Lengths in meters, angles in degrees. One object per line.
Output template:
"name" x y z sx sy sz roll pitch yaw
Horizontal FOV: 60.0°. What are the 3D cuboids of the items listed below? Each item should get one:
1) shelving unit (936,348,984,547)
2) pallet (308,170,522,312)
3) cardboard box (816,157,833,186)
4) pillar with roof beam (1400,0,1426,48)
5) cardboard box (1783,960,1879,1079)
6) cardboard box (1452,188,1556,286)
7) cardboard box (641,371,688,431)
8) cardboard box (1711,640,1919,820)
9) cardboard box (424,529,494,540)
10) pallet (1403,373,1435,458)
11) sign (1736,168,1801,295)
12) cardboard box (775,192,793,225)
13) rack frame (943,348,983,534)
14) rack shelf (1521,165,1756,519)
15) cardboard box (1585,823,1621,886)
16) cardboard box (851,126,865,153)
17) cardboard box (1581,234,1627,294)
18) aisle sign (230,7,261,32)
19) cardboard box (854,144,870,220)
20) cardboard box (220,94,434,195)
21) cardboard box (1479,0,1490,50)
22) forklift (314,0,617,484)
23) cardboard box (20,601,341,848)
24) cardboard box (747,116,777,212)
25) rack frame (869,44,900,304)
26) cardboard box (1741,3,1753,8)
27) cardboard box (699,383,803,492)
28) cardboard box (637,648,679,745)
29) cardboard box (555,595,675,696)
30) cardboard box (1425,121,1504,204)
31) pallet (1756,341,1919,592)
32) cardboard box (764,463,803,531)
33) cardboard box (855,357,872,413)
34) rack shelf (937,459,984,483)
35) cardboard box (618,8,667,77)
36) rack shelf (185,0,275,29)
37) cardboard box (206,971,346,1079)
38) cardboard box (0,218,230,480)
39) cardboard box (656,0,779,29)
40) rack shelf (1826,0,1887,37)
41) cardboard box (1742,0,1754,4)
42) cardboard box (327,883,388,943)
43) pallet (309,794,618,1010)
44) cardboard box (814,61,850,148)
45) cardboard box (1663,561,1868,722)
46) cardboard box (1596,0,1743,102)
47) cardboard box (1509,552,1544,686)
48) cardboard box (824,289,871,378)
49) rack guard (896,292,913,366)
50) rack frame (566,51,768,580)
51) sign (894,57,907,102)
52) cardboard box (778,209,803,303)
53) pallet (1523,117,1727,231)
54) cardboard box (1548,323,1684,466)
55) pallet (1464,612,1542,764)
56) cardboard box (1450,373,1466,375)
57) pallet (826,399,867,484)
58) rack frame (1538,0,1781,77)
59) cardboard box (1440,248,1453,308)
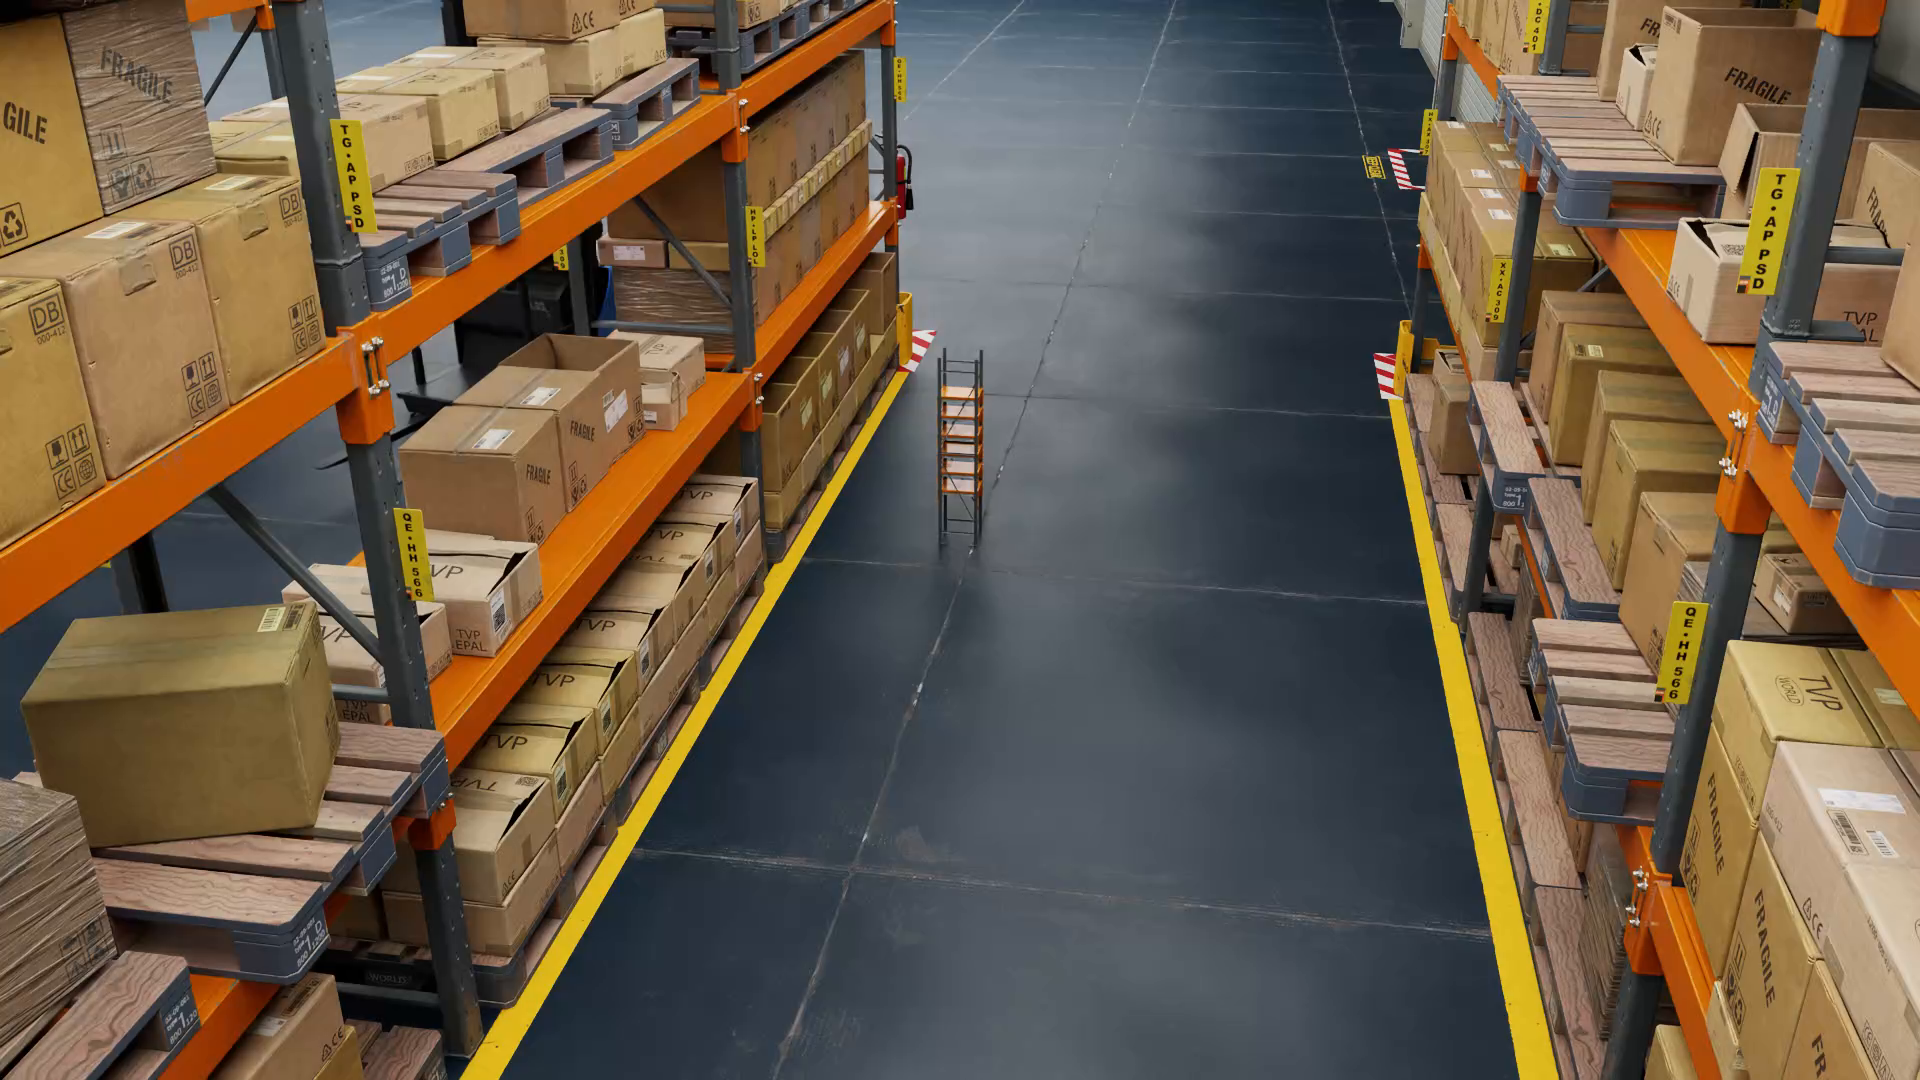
"shelving unit" 0.002 -0.549 10.009 0.258 1.200 0.189 4 25 9
"pallet" -2.267 -1.058 5.657 1.213 0.211 1.003 5 26 11
"cardboard box" -1.067 -2.465 11.096 0.380 0.149 0.250 5 25 10
"pillar with roof beam" 3.339 -12.690 26.747 9.100 9.000 0.400 4 25 9
"cardboard box" 2.089 1.269 3.509 0.500 0.500 0.500 4 25 8
"cardboard box" 3.193 -1.745 9.709 0.500 0.500 0.500 3 25 7
"cardboard box" -1.598 -0.727 8.423 0.396 0.266 0.258 3 25 7
"cardboard box" 2.265 0.502 4.263 0.500 0.250 0.500 5 25 10
"cardboard box" -2.137 0.081 6.834 0.380 0.149 0.250 6 26 12
"pallet" 3.725 -0.867 11.854 1.003 0.211 1.213 4 25 9
"sign" 2.063 -0.785 4.240 0.100 0.325 0.005 4 25 9
"cardboard box" -1.235 -2.033 10.173 0.380 0.149 0.250 3 25 7
"rack frame" 0.017 -0.588 10.090 0.240 1.200 0.006 4 25 9
"rack shelf" 2.925 -1.023 6.207 1.077 0.370 4.000 4 25 9
"cardboard box" 2.863 1.267 6.434 0.700 0.500 0.500 4 25 8
"cardboard box" -0.898 -2.898 12.019 0.380 0.149 0.250 5 25 10
"cardboard box" 3.535 -1.289 8.735 0.500 0.500 0.500 3 25 7
"aisle sign" -5.563 -4.373 12.987 0.394 0.787 0.004 4 25 9
"cardboard box" -1.071 -2.692 12.345 0.700 0.500 0.500 4 25 9
"cardboard box" -2.203 -1.390 5.825 0.500 0.250 0.500 5 25 10
"cardboard box" 3.334 -3.125 9.707 0.500 0.500 0.500 6 26 12
"forklift" -3.252 -2.124 11.330 1.130 2.935 3.031 11 27 21
"cardboard box" -2.281 0.541 4.944 0.700 0.500 0.500 -4 25 -9
"cardboard box" -1.488 -2.198 9.760 0.700 0.500 0.500 4 25 8
"rack frame" -0.982 -2.841 12.781 1.000 3.000 0.127 4 25 9
"cardboard box" 3.581 -2.427 8.217 0.500 0.500 0.500 5 26 10
"cardboard box" -1.251 -0.625 9.910 0.500 0.500 0.500 4 25 9
"cardboard box" -1.670 0.719 7.924 0.500 0.250 0.500 5 25 10
"cardboard box" -1.668 0.459 7.818 0.500 0.311 0.500 4 25 8
"cardboard box" 3.531 -2.601 11.538 0.500 0.500 0.500 4 25 9
"pallet" 2.545 -0.154 3.724 1.213 0.211 1.003 5 26 11
"cardboard box" -1.261 -0.286 10.071 0.500 0.250 0.500 4 25 9
"cardboard box" -0.928 -1.122 11.857 0.500 0.250 0.500 4 25 9
"rack shelf" 0.002 -0.401 10.078 0.258 0.103 0.180 4 25 9
"cardboard box" -1.746 -2.392 7.965 0.500 0.250 0.500 7 26 14
"rack shelf" -6.195 -3.382 11.247 1.077 0.370 4.000 4 25 9
"cardboard box" -2.216 1.529 4.990 0.500 0.250 0.500 5 26 11
"cardboard box" -2.411 -0.501 4.126 0.910 0.500 0.500 4 25 9
"cardboard box" -1.293 -3.018 8.843 0.500 0.500 0.500 6 26 13
"rack shelf" 2.271 -0.527 2.082 1.077 0.370 4.000 4 25 9
"cardboard box" 3.614 -2.877 8.000 0.500 0.500 0.500 5 25 10
"cardboard box" -2.444 1.323 6.633 0.500 0.250 0.500 5 25 10
"pallet" -2.117 1.426 6.954 1.003 0.211 1.213 4 25 9
"cardboard box" -1.160 -3.037 11.552 0.700 0.500 0.500 3 25 7
"cardboard box" 2.665 0.405 5.210 0.700 0.500 0.500 1 25 2
"cardboard box" 3.084 -2.197 7.255 0.500 0.500 0.500 8 26 16
"cardboard box" 3.148 0.415 8.254 0.700 0.500 0.500 5 26 10
"cardboard box" -0.925 -1.461 11.697 0.500 0.500 0.500 4 25 9
"rack guard" -0.978 -1.719 13.333 1.175 0.500 0.348 4 25 9
"rack frame" -1.636 -1.168 9.207 1.000 3.000 0.127 4 25 9
"sign" -0.449 -3.429 12.393 0.100 0.325 0.005 4 25 9
"cardboard box" -1.404 -1.830 10.503 0.700 0.500 0.500 4 25 9
"pallet" 2.879 -1.415 6.418 1.213 0.211 1.003 4 25 9
"cardboard box" 3.037 -0.627 7.415 0.700 0.500 0.500 7 26 14
"pallet" 3.126 0.762 8.373 1.003 0.211 1.213 4 25 9
"cardboard box" 3.611 -0.959 11.414 0.500 0.311 0.500 6 26 13
"pallet" -1.268 -0.747 11.596 1.003 0.211 1.213 4 25 9
"rack frame" 3.252 -3.544 7.206 1.000 3.000 0.127 4 25 9
"cardboard box" 3.268 -1.616 10.318 0.500 0.250 0.500 4 25 9
